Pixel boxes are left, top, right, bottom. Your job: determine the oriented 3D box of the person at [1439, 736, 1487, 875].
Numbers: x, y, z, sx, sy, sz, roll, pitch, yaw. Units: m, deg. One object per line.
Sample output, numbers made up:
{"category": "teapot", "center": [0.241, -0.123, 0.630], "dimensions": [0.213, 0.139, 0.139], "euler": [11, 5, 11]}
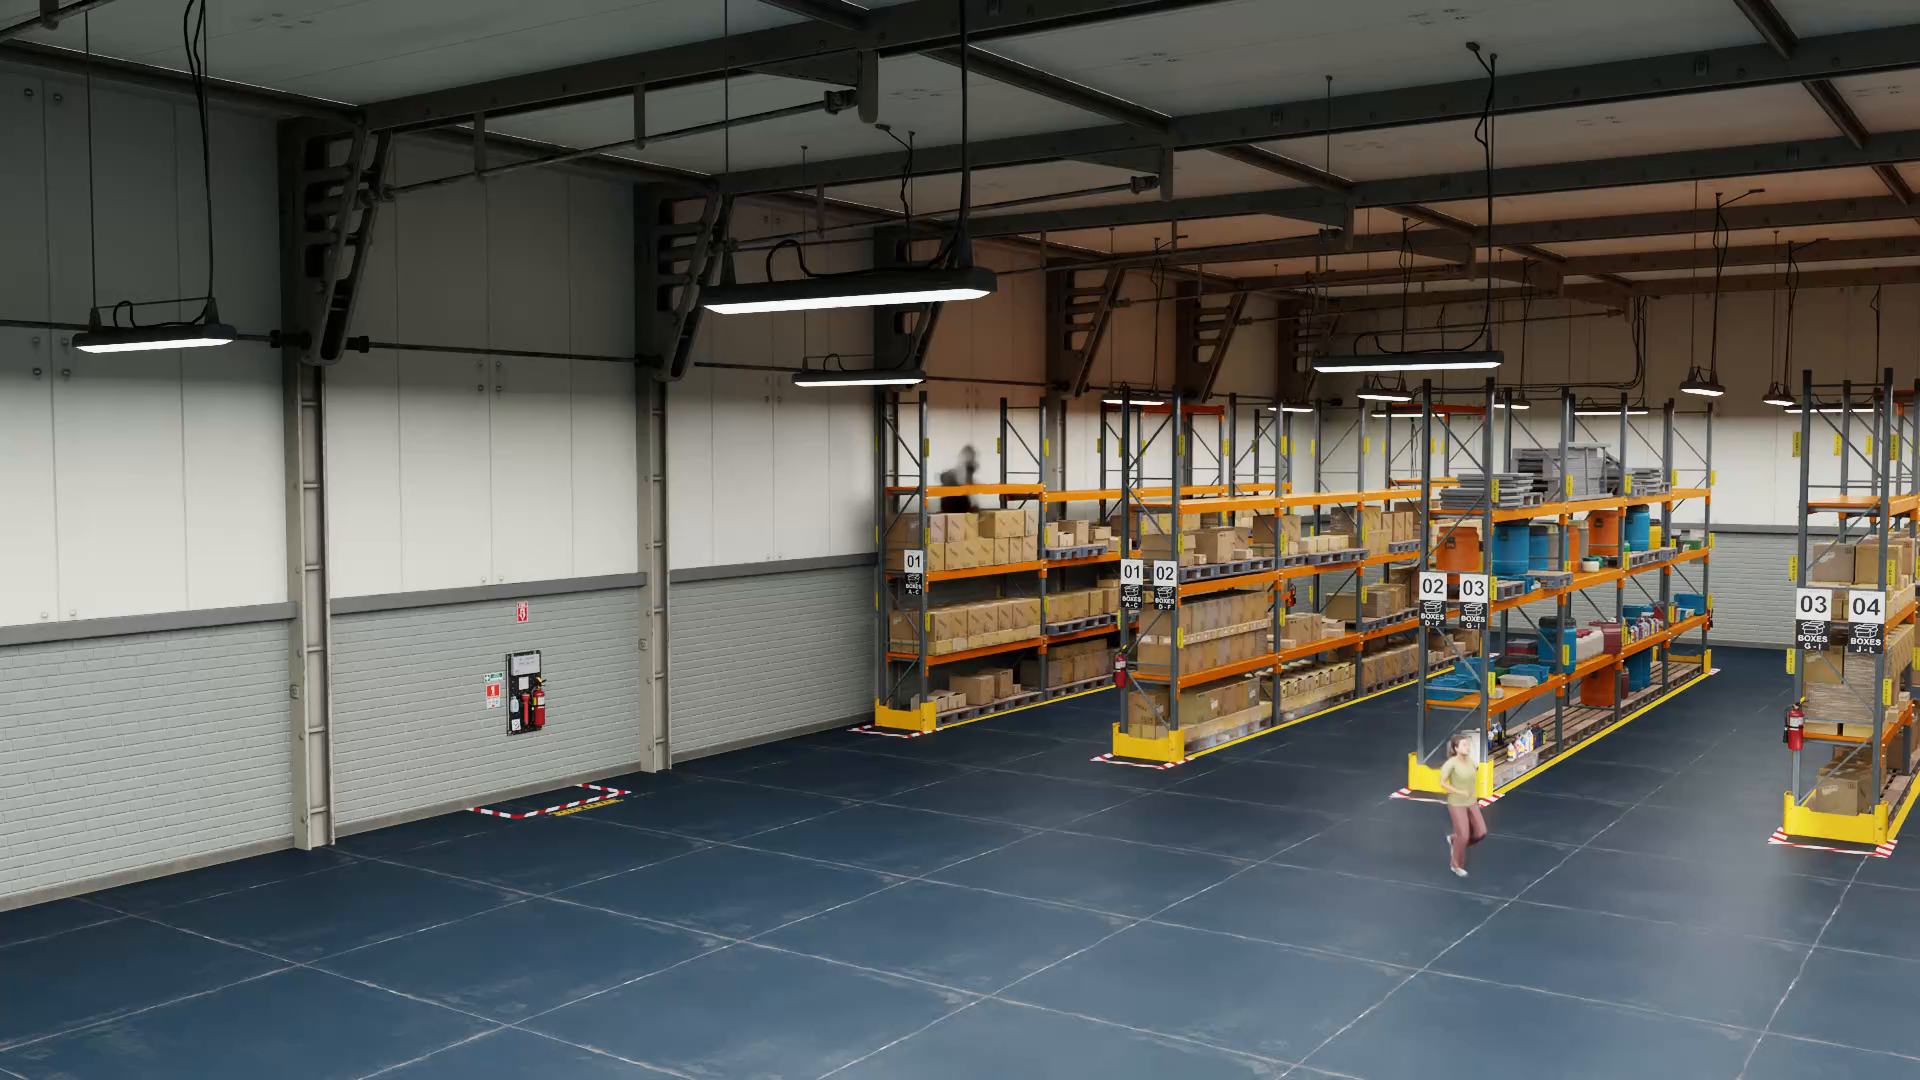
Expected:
{"category": "person", "center": [5.895, 3.106, 19.488], "dimensions": [0.617, 1.636, 0.511], "euler": [-2, 4, -27]}
